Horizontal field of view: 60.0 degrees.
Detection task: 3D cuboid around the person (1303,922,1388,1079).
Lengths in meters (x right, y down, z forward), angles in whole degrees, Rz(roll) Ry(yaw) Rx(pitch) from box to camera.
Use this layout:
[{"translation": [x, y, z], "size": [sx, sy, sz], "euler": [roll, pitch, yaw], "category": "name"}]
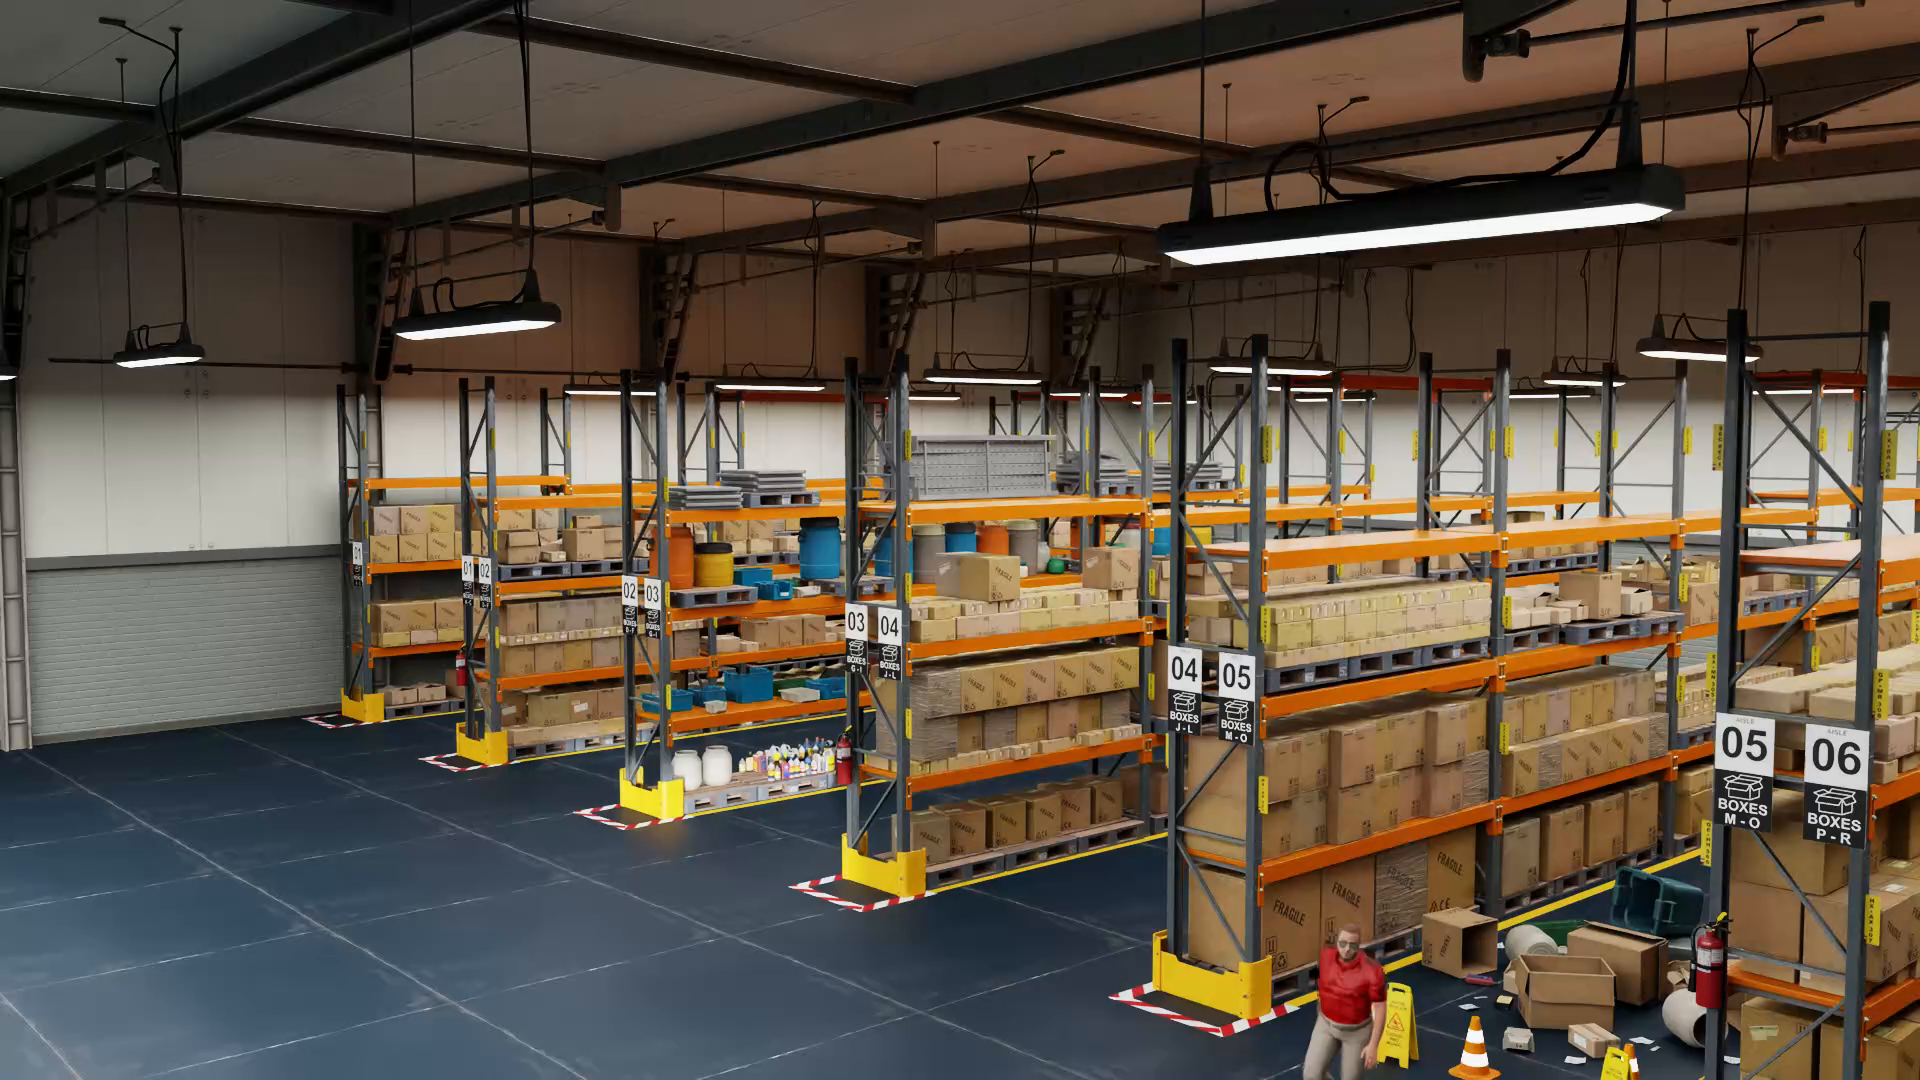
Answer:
[{"translation": [2.790, 3.543, 12.043], "size": [0.685, 1.684, 0.586], "euler": [2, 4, 33], "category": "person"}]
